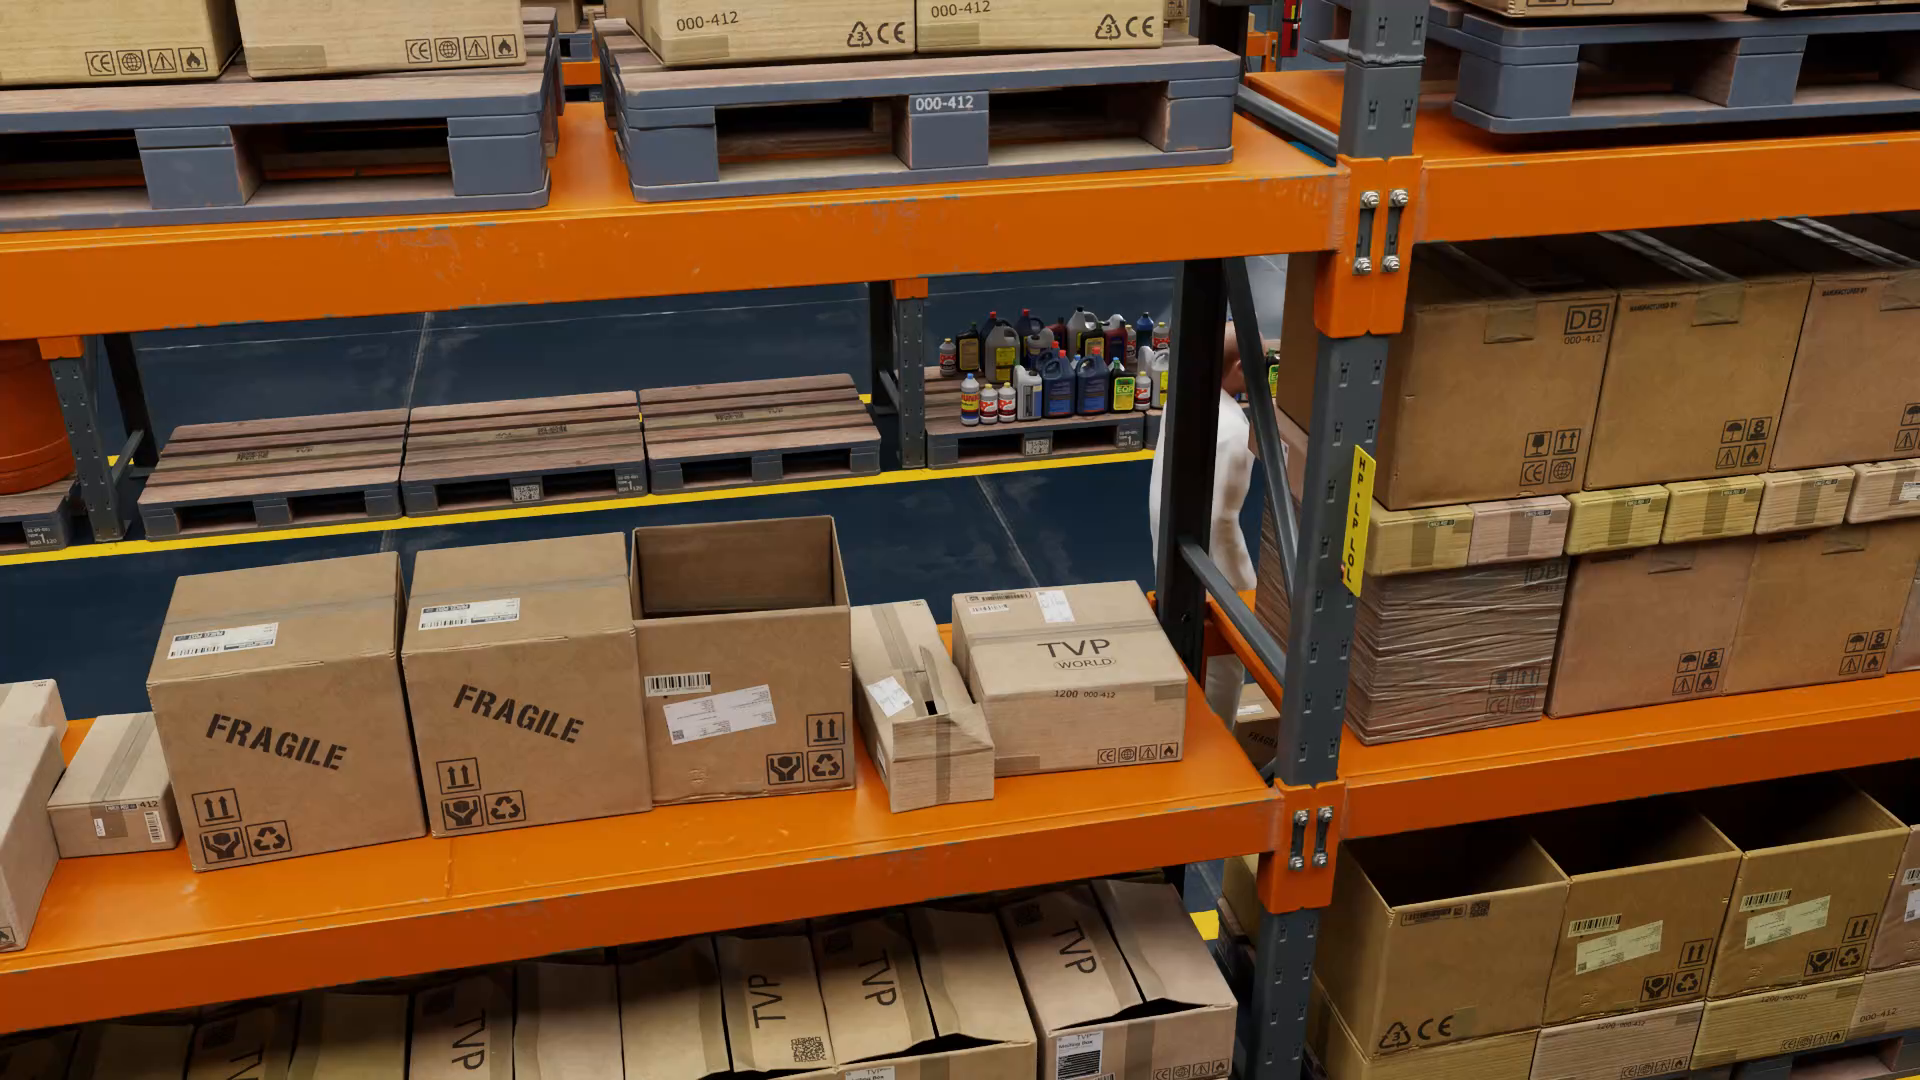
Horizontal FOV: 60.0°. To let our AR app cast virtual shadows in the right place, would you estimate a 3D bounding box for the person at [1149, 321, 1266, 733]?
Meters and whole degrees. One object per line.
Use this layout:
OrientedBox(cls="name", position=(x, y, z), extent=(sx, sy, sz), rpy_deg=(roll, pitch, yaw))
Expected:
OrientedBox(cls="person", position=(0.896, 0.071, 5.988), extent=(0.424, 1.774, 0.644), rpy_deg=(-5, 27, -11))
